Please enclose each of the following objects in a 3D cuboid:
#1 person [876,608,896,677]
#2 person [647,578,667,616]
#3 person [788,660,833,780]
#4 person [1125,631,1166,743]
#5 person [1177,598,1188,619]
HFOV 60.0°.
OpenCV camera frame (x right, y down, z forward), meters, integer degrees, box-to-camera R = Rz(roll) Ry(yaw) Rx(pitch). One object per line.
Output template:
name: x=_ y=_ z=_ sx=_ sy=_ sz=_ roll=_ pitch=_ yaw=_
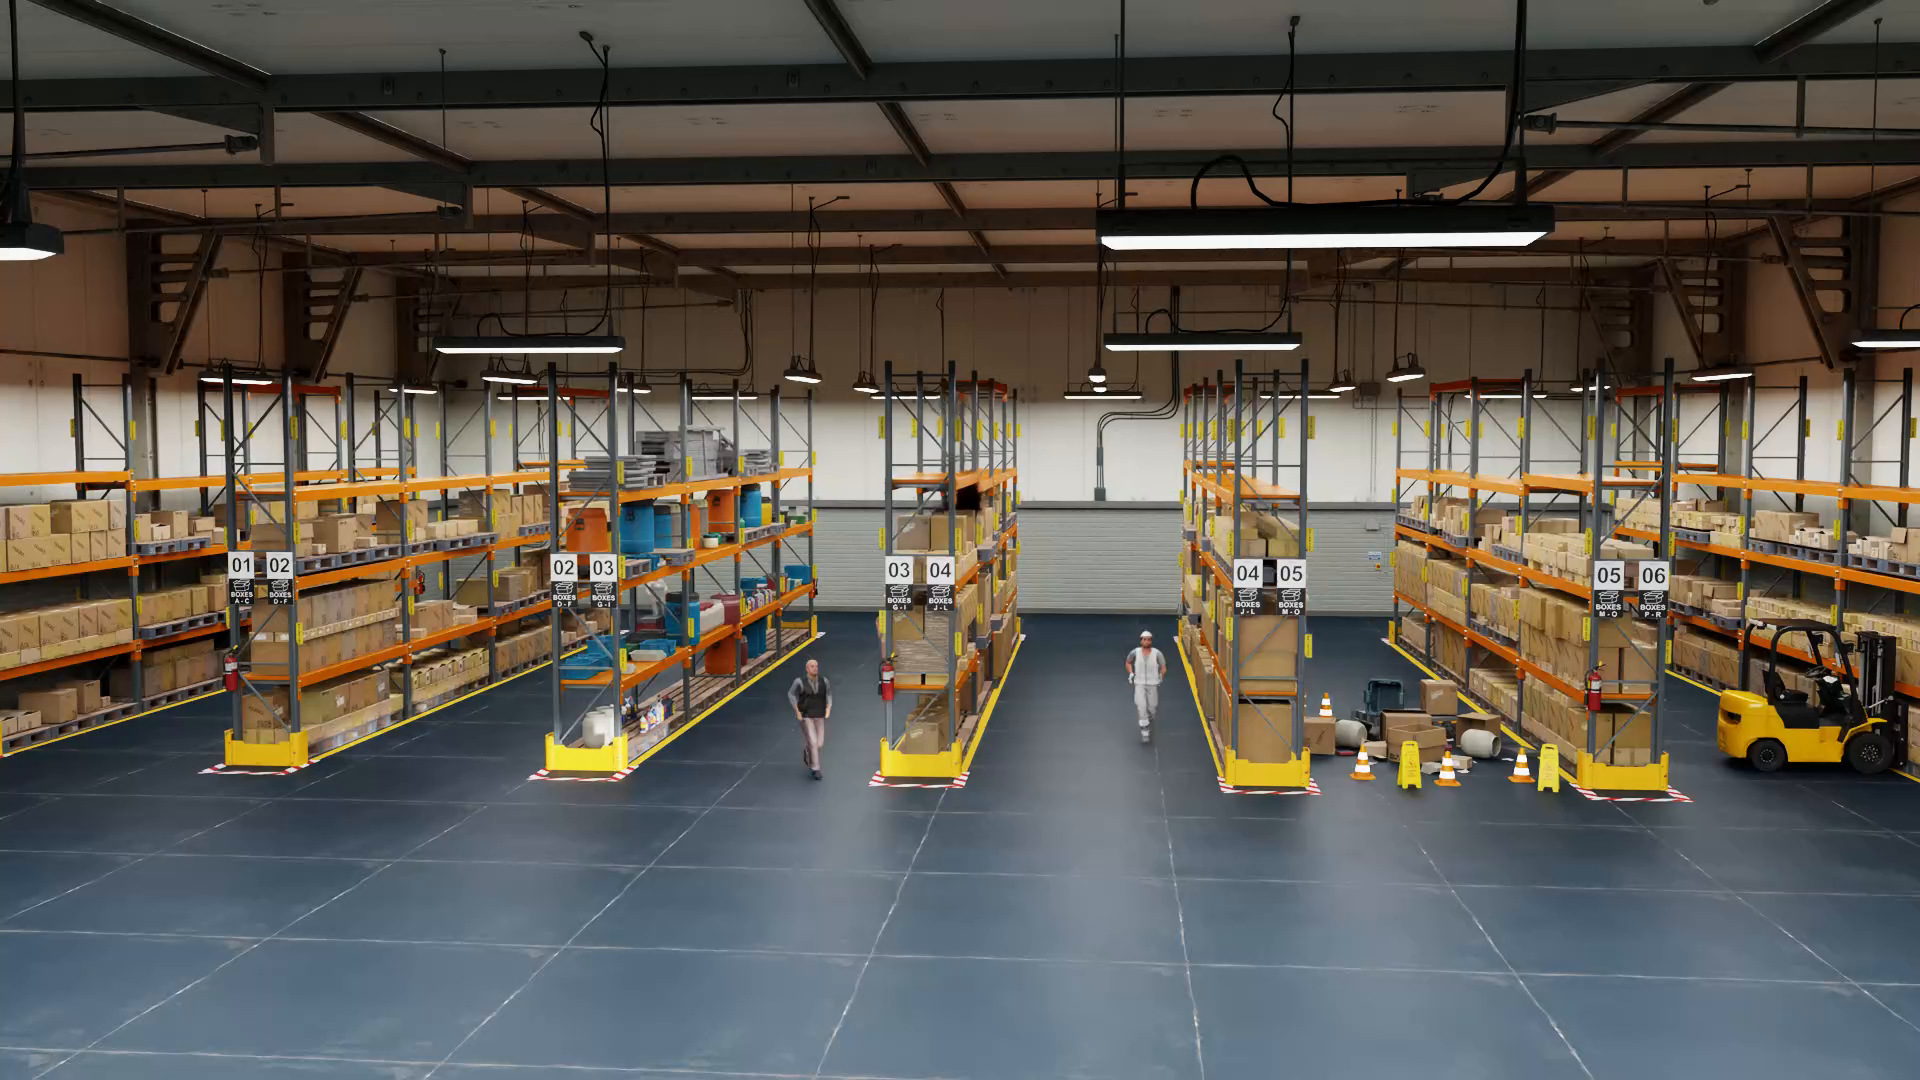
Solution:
person: x=-1.358 y=2.072 z=32.607 sx=0.596 sy=1.667 sz=0.900 roll=0 pitch=4 yaw=2
person: x=-7.442 y=1.516 z=40.980 sx=0.552 sy=1.575 sz=0.598 roll=-2 pitch=4 yaw=-26
person: x=-2.173 y=2.574 z=24.169 sx=0.651 sy=1.706 sz=0.839 roll=-2 pitch=4 yaw=-28
person: x=3.009 y=2.358 z=26.961 sx=0.655 sy=1.774 sz=0.845 roll=0 pitch=4 yaw=6
person: x=5.591 y=1.474 z=40.484 sx=0.562 sy=1.725 sz=0.692 roll=-1 pitch=4 yaw=-17
